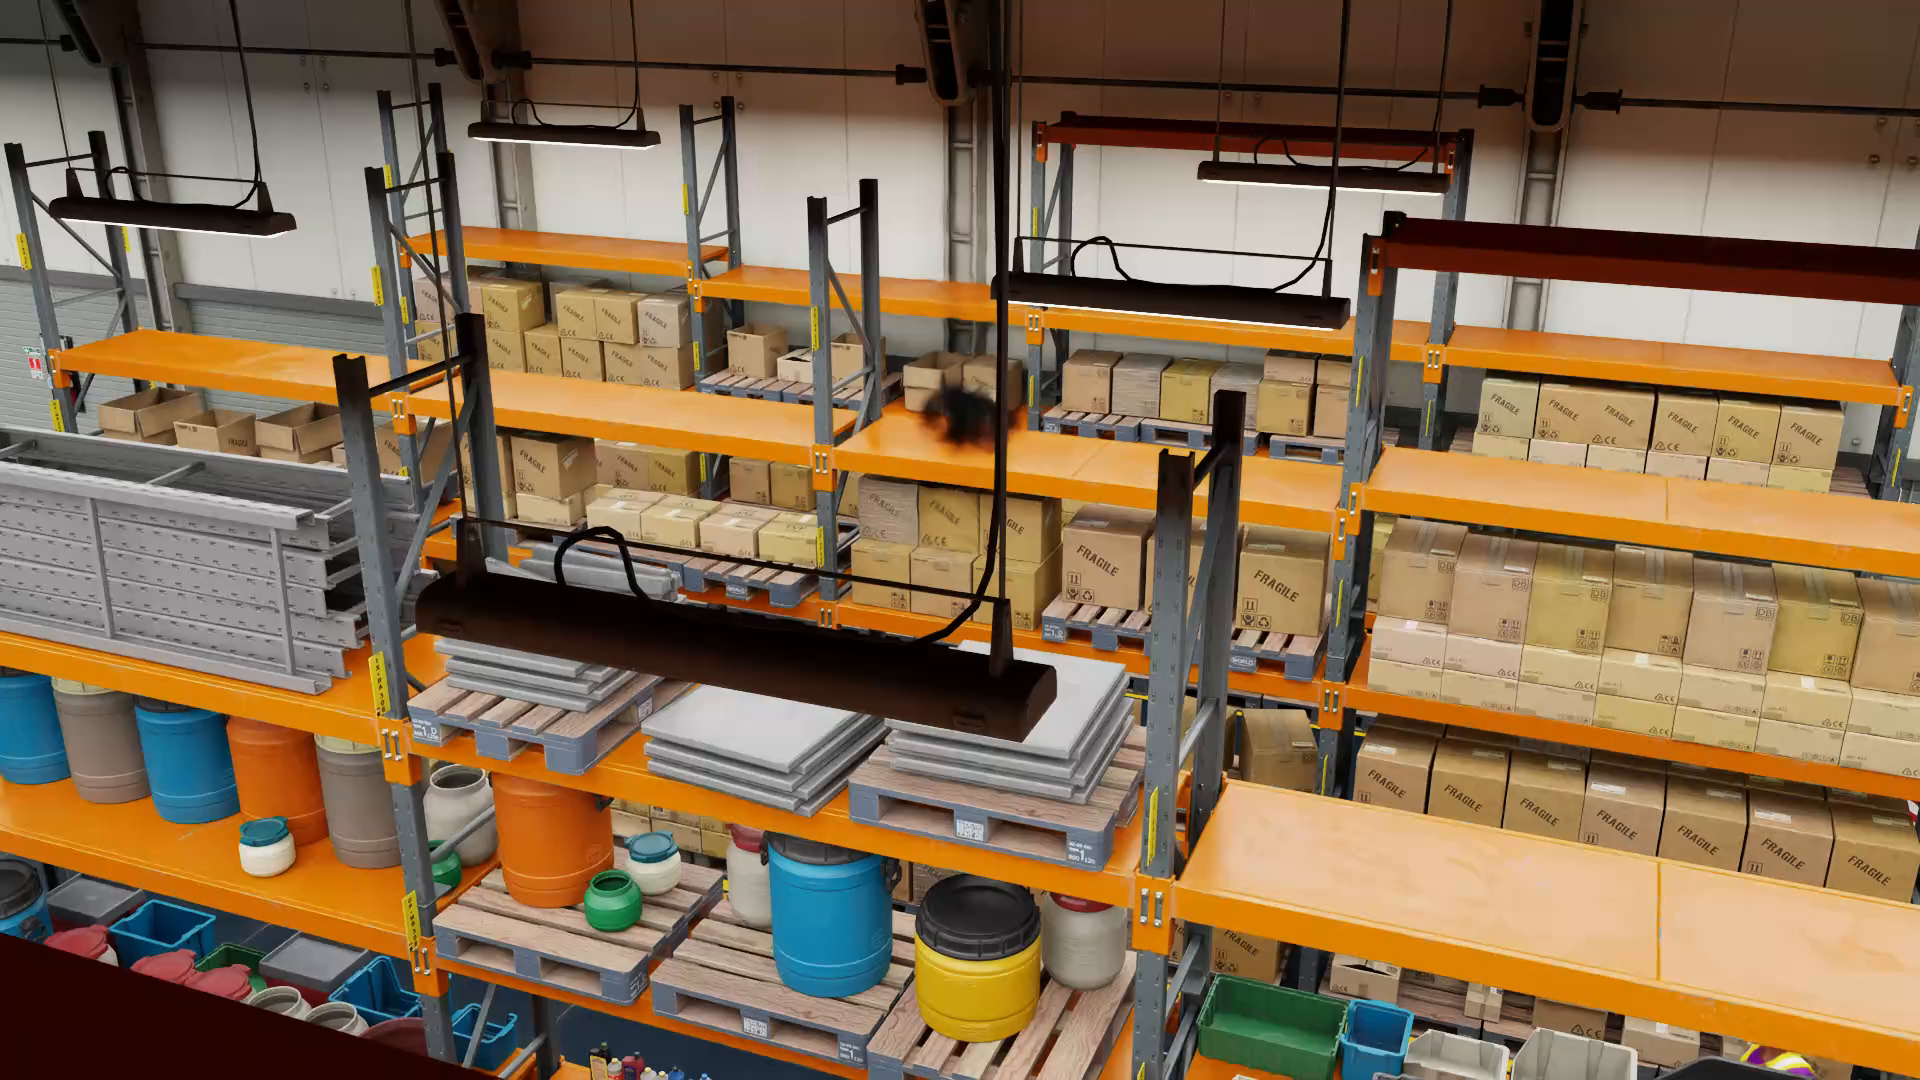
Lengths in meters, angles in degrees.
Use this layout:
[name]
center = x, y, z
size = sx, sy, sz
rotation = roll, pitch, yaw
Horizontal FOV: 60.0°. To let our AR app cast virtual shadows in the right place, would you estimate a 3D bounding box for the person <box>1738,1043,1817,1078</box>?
[person]
center = 4.971, 3.686, 10.313
size = 0.652, 1.807, 0.716
rotation = 7, 22, 17
